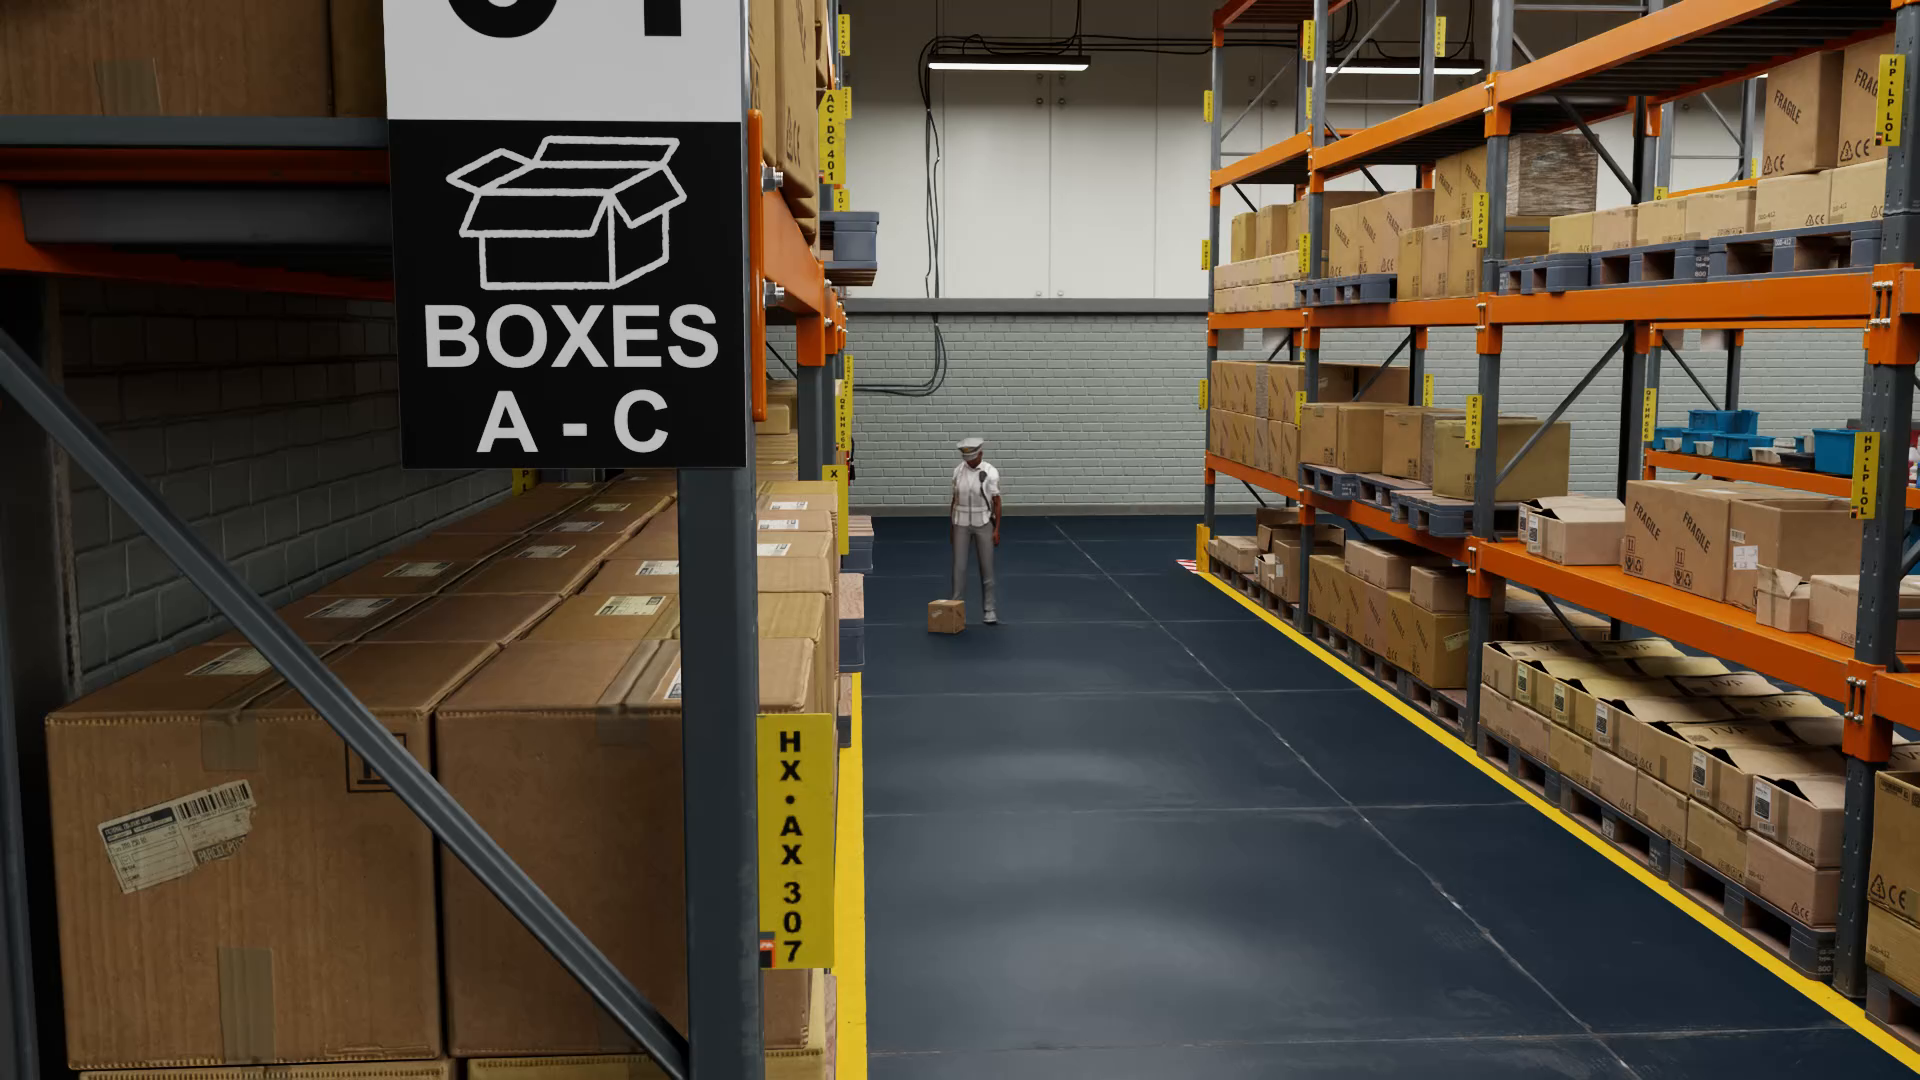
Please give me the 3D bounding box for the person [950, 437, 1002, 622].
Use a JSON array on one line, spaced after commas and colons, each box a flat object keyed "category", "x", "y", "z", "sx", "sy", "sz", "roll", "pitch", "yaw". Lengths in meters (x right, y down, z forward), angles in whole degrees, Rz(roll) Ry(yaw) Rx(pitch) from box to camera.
[{"category": "person", "x": 0.128, "y": -0.091, "z": 14.877, "sx": 0.483, "sy": 1.656, "sz": 0.402, "roll": 2, "pitch": 7, "yaw": 13}]
